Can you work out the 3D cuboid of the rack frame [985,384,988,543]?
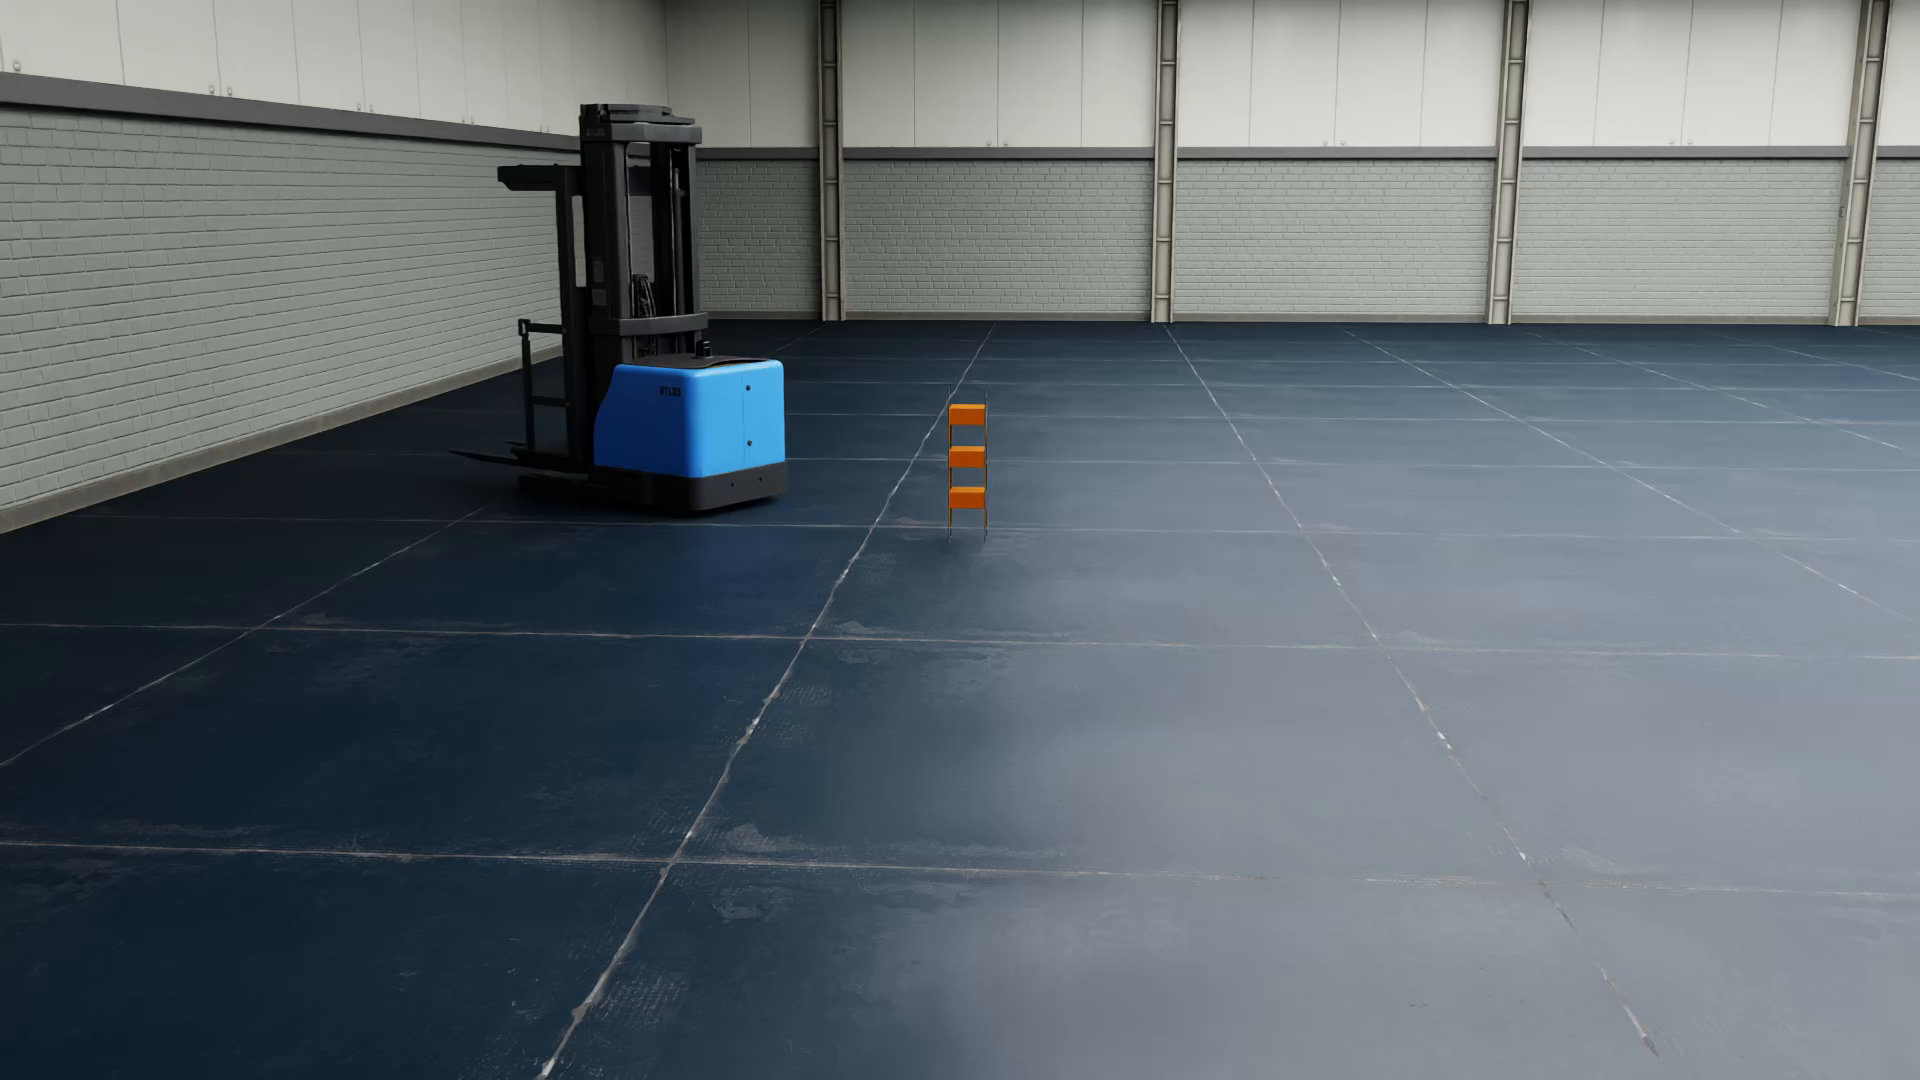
[{"bbox_3d":[0.175,-0.511,11.149,0.008,1.050,0.200,1,12,4],"label":"rack frame"}]

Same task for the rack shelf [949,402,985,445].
[{"bbox_3d":[0.053,-0.781,11.101,0.240,0.259,0.215,1,12,4],"label":"rack shelf"}]

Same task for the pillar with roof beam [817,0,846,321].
[{"bbox_3d":[-2.608,-7.579,25.522,0.400,9.000,9.100,1,12,4],"label":"pillar with roof beam"}]

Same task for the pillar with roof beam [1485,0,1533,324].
[{"bbox_3d":[9.365,-7.415,24.737,0.400,9.000,9.100,1,12,4],"label":"pillar with roof beam"}]

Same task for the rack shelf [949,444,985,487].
[{"bbox_3d":[0.053,-0.503,11.159,0.240,0.259,0.215,1,12,4],"label":"rack shelf"}]

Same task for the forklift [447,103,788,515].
[{"bbox_3d":[-2.809,-1.832,12.867,3.031,2.935,1.130,8,14,35],"label":"forklift"}]

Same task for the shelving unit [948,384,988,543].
[{"bbox_3d":[0.053,-0.513,11.157,0.252,1.050,0.215,1,12,4],"label":"shelving unit"}]

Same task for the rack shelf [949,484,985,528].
[{"bbox_3d":[0.053,-0.231,11.216,0.240,0.259,0.215,1,12,4],"label":"rack shelf"}]

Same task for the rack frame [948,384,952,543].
[{"bbox_3d":[-0.068,-0.515,11.165,0.008,1.050,0.200,1,12,4],"label":"rack frame"}]

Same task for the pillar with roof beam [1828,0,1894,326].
[{"bbox_3d":[15.351,-7.333,24.344,0.400,9.000,9.100,1,12,4],"label":"pillar with roof beam"}]

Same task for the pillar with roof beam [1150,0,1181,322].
[{"bbox_3d":[3.378,-7.497,25.129,0.400,9.000,9.100,1,12,4],"label":"pillar with roof beam"}]
